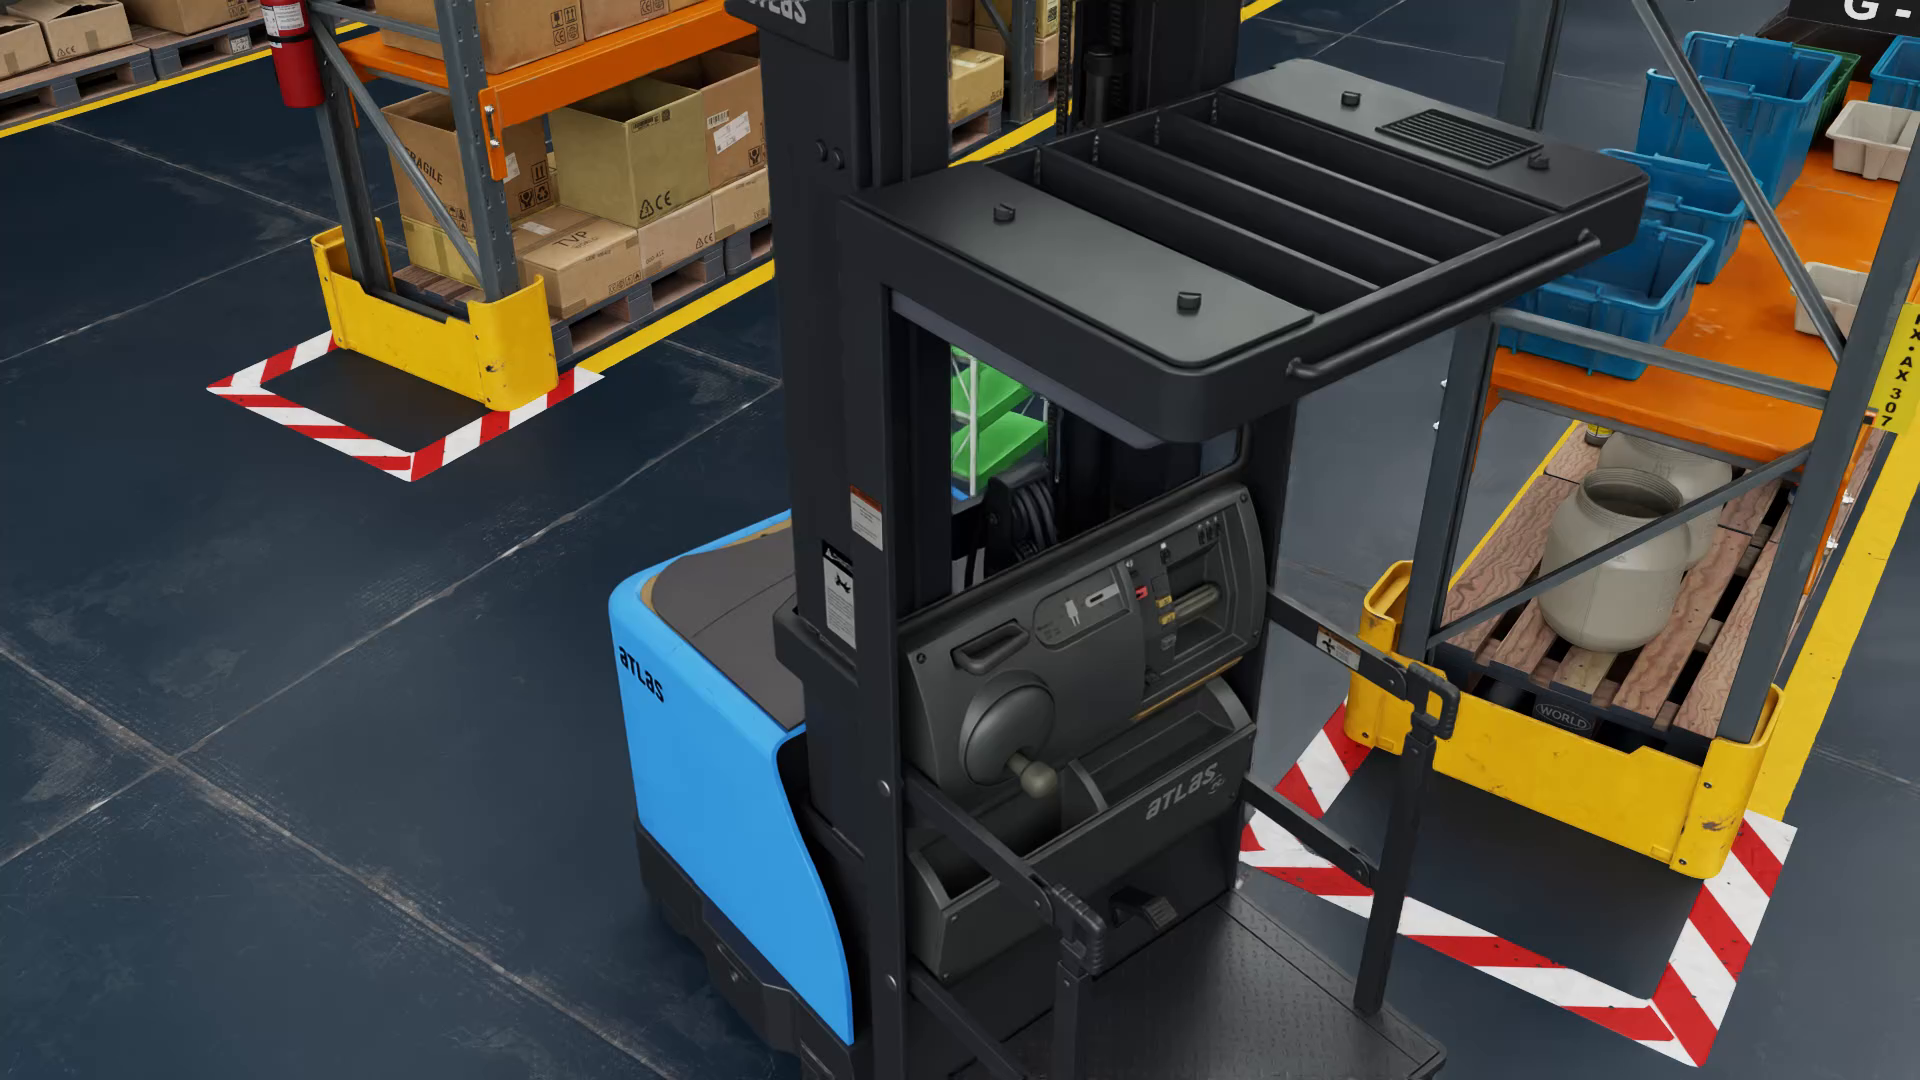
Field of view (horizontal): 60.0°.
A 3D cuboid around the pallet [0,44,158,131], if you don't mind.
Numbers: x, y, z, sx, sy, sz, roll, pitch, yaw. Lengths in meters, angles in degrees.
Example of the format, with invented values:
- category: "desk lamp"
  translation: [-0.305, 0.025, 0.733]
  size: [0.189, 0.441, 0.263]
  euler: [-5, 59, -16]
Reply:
- category: "pallet"
  translation: [-5.824, -2.872, 10.308]
  size: [1.003, 0.211, 1.213]
  euler: [21, 39, 28]

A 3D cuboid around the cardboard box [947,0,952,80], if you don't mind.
- category: "cardboard box"
  translation: [-0.387, -2.725, 9.013]
  size: [0.500, 0.500, 0.500]
  euler: [21, 39, 28]

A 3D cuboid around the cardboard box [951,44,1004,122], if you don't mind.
- category: "cardboard box"
  translation: [-0.092, -2.641, 9.558]
  size: [0.500, 0.250, 0.500]
  euler: [21, 39, 28]

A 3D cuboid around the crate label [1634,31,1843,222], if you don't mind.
- category: "crate label"
  translation: [2.607, -1.413, 5.630]
  size: [0.502, 0.435, 0.616]
  euler: [21, 39, 28]

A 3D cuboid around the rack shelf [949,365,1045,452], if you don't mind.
- category: "rack shelf"
  translation: [0.094, -0.520, 6.062]
  size: [0.258, 0.148, 0.480]
  euler: [21, 39, 28]

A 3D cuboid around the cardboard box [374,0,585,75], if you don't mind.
- category: "cardboard box"
  translation: [-2.011, -2.301, 6.885]
  size: [0.700, 0.500, 0.500]
  euler: [21, 39, 28]

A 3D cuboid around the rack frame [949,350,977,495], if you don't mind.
- category: "rack frame"
  translation: [-0.045, -0.461, 5.860]
  size: [0.240, 1.200, 0.015]
  euler: [21, 39, 28]

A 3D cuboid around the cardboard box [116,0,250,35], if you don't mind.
- category: "cardboard box"
  translation: [-5.107, -3.650, 10.808]
  size: [0.700, 0.500, 0.500]
  euler: [19, 38, 25]

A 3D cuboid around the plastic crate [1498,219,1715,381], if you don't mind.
- category: "plastic crate"
  translation: [1.819, -0.729, 4.783]
  size: [0.499, 0.251, 0.616]
  euler: [21, 39, 28]

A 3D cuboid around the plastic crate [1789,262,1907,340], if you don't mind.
- category: "plastic crate"
  translation: [2.554, -0.665, 4.790]
  size: [0.298, 0.136, 0.250]
  euler: [21, 39, 28]

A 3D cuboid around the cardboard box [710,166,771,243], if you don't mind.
- category: "cardboard box"
  translation: [-1.232, -1.721, 8.196]
  size: [0.500, 0.250, 0.500]
  euler: [21, 39, 28]

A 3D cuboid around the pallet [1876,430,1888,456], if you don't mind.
- category: "pallet"
  translation: [3.643, -0.855, 7.325]
  size: [1.003, 0.211, 1.213]
  euler: [21, 39, 28]

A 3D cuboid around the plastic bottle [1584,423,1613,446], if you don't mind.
- category: "plastic bottle"
  translation: [2.466, -0.473, 6.377]
  size: [0.097, 0.201, 0.097]
  euler: [0, 34, 0]

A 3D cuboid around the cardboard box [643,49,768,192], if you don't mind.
- category: "cardboard box"
  translation: [-1.241, -2.035, 7.992]
  size: [0.500, 0.500, 0.500]
  euler: [21, 39, 28]

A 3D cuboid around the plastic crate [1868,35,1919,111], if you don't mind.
- category: "plastic crate"
  translation: [3.652, -1.648, 6.142]
  size: [0.499, 0.251, 0.616]
  euler: [21, 39, 28]

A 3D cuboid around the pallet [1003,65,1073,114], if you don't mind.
- category: "pallet"
  translation: [0.381, -3.086, 10.625]
  size: [1.003, 0.211, 1.213]
  euler: [21, 39, 28]

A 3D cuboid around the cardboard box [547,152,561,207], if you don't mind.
- category: "cardboard box"
  translation: [-1.950, -1.659, 8.105]
  size: [0.500, 0.250, 0.500]
  euler: [21, 39, 28]

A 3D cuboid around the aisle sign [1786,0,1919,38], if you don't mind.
- category: "aisle sign"
  translation: [1.979, -1.415, 3.344]
  size: [0.394, 0.787, 0.004]
  euler: [21, 39, 28]

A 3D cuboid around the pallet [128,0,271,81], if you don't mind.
- category: "pallet"
  translation: [-5.128, -3.431, 11.135]
  size: [1.003, 0.211, 1.213]
  euler: [21, 39, 28]

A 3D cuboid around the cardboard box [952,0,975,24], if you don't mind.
- category: "cardboard box"
  translation: [-0.012, -3.435, 10.230]
  size: [0.500, 0.311, 0.500]
  euler: [21, 39, 28]

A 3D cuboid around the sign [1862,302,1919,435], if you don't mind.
- category: "sign"
  translation: [2.229, -0.402, 3.919]
  size: [0.100, 0.325, 0.005]
  euler: [21, 39, 28]

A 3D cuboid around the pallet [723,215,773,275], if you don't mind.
- category: "pallet"
  translation: [-1.190, -1.818, 8.750]
  size: [1.003, 0.211, 1.213]
  euler: [21, 39, 28]

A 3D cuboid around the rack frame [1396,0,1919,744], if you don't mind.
- category: "rack frame"
  translation: [1.779, -0.465, 4.260]
  size: [1.000, 3.000, 0.127]
  euler: [21, 39, 28]

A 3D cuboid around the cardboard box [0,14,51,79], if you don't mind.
- category: "cardboard box"
  translation: [-5.891, -2.987, 9.997]
  size: [0.500, 0.311, 0.500]
  euler: [17, 37, 23]

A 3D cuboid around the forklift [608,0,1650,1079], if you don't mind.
- category: "forklift"
  translation: [0.419, 0.255, 3.257]
  size: [1.130, 2.935, 3.031]
  euler: [-25, 41, -32]

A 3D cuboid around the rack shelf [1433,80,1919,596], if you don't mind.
- category: "rack shelf"
  translation: [2.920, -1.087, 5.822]
  size: [1.077, 0.370, 4.000]
  euler: [21, 39, 28]

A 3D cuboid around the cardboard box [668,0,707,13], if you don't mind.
- category: "cardboard box"
  translation: [-1.428, -2.771, 7.580]
  size: [0.700, 0.500, 0.500]
  euler: [22, 40, 28]

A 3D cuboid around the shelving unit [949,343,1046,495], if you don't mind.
- category: "shelving unit"
  translation: [0.094, -0.573, 6.027]
  size: [0.258, 1.200, 0.503]
  euler: [21, 39, 28]

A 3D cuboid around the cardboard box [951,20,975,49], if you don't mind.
- category: "cardboard box"
  translation: [-0.009, -3.208, 10.395]
  size: [0.500, 0.250, 0.500]
  euler: [21, 39, 28]

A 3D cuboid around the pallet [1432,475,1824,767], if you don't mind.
- category: "pallet"
  translation: [2.252, 0.268, 5.665]
  size: [1.003, 0.211, 1.213]
  euler: [21, 39, 28]

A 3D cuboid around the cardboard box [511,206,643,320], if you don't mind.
- category: "cardboard box"
  translation: [-1.799, -1.259, 7.514]
  size: [0.500, 0.250, 0.500]
  euler: [21, 39, 28]

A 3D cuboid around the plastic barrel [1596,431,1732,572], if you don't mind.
- category: "plastic barrel"
  translation: [2.378, -0.166, 5.664]
  size: [0.421, 0.512, 0.421]
  euler: [0, 34, 0]

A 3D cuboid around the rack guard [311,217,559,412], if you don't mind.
- category: "rack guard"
  translation: [-2.302, -1.002, 7.286]
  size: [1.175, 0.500, 0.348]
  euler: [21, 39, 28]
